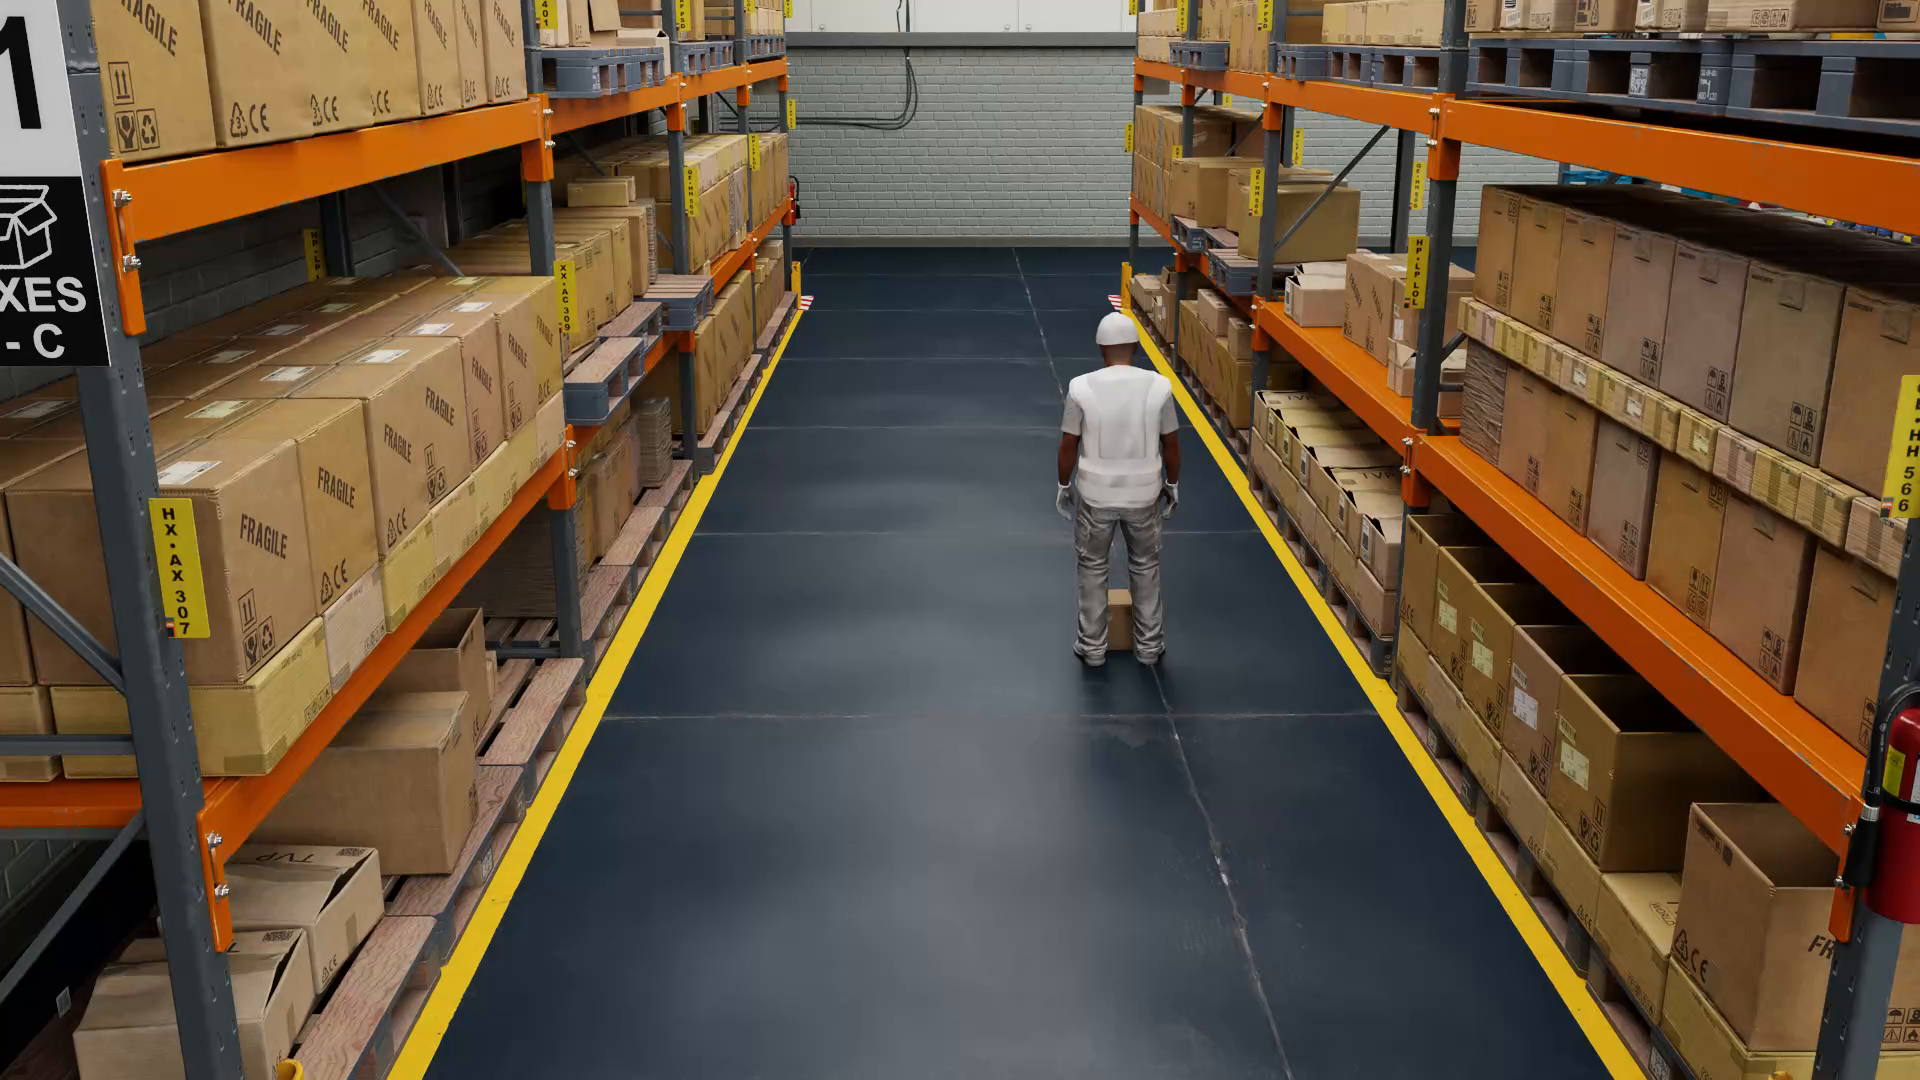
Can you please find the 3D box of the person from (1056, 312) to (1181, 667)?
[{"bbox_3d":[0.792,-0.242,8.319,0.617,1.774,0.446,0,17,-1],"label":"person"}]
